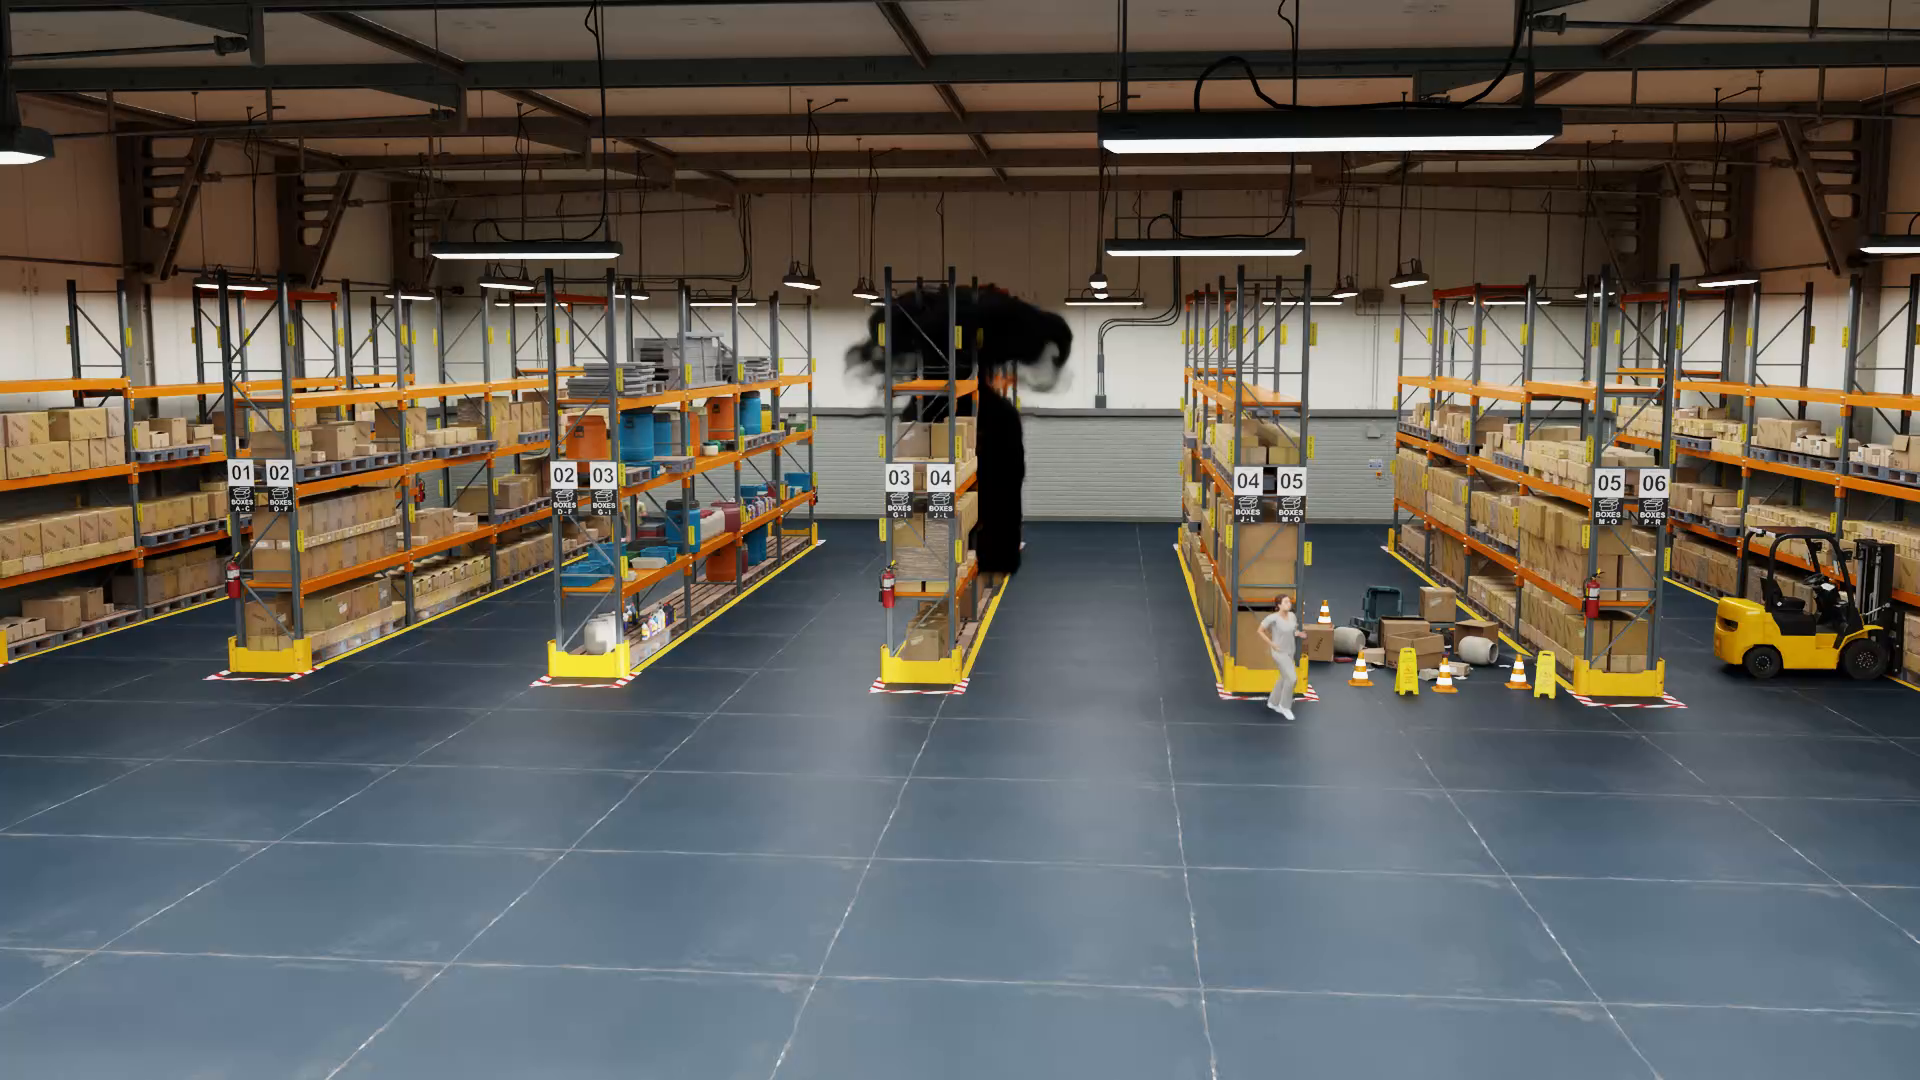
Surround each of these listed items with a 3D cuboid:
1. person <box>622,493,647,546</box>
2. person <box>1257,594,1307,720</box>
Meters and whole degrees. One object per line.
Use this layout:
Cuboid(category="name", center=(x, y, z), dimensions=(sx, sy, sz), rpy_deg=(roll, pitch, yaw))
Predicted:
Cuboid(category="person", center=(-7.139, -0.255, 36.511), dimensions=(0.562, 1.729, 0.762), rpy_deg=(-1, 7, -6))
Cuboid(category="person", center=(4.243, 1.535, 21.904), dimensions=(0.569, 1.690, 0.700), rpy_deg=(-5, 9, -38))
